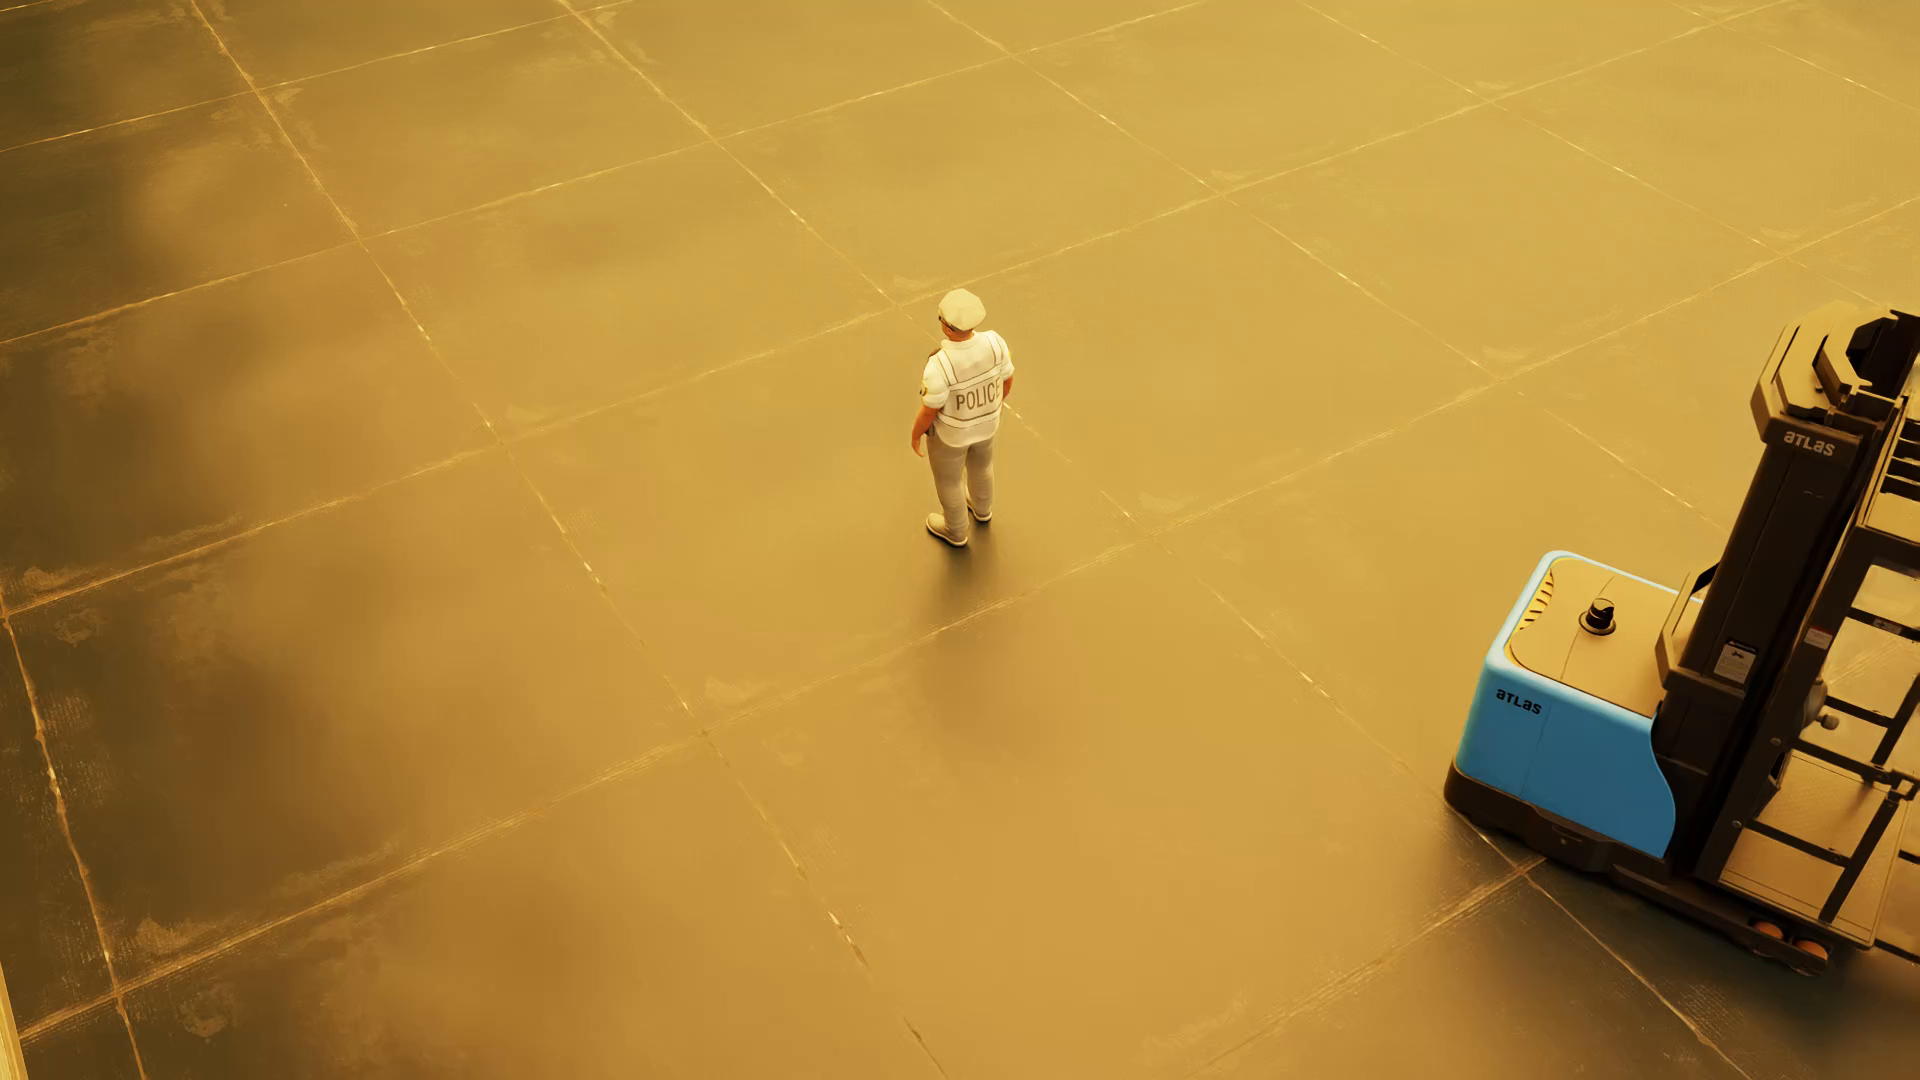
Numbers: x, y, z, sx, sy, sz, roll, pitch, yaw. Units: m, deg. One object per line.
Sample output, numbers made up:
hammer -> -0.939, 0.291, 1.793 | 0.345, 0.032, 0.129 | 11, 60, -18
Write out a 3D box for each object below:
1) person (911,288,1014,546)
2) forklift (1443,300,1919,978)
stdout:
person -> -0.031, -0.724, 9.562 | 0.640, 1.781, 0.575 | -23, 46, -24
forklift -> 3.987, 0.527, 7.268 | 3.031, 2.935, 1.130 | 23, 46, 24
